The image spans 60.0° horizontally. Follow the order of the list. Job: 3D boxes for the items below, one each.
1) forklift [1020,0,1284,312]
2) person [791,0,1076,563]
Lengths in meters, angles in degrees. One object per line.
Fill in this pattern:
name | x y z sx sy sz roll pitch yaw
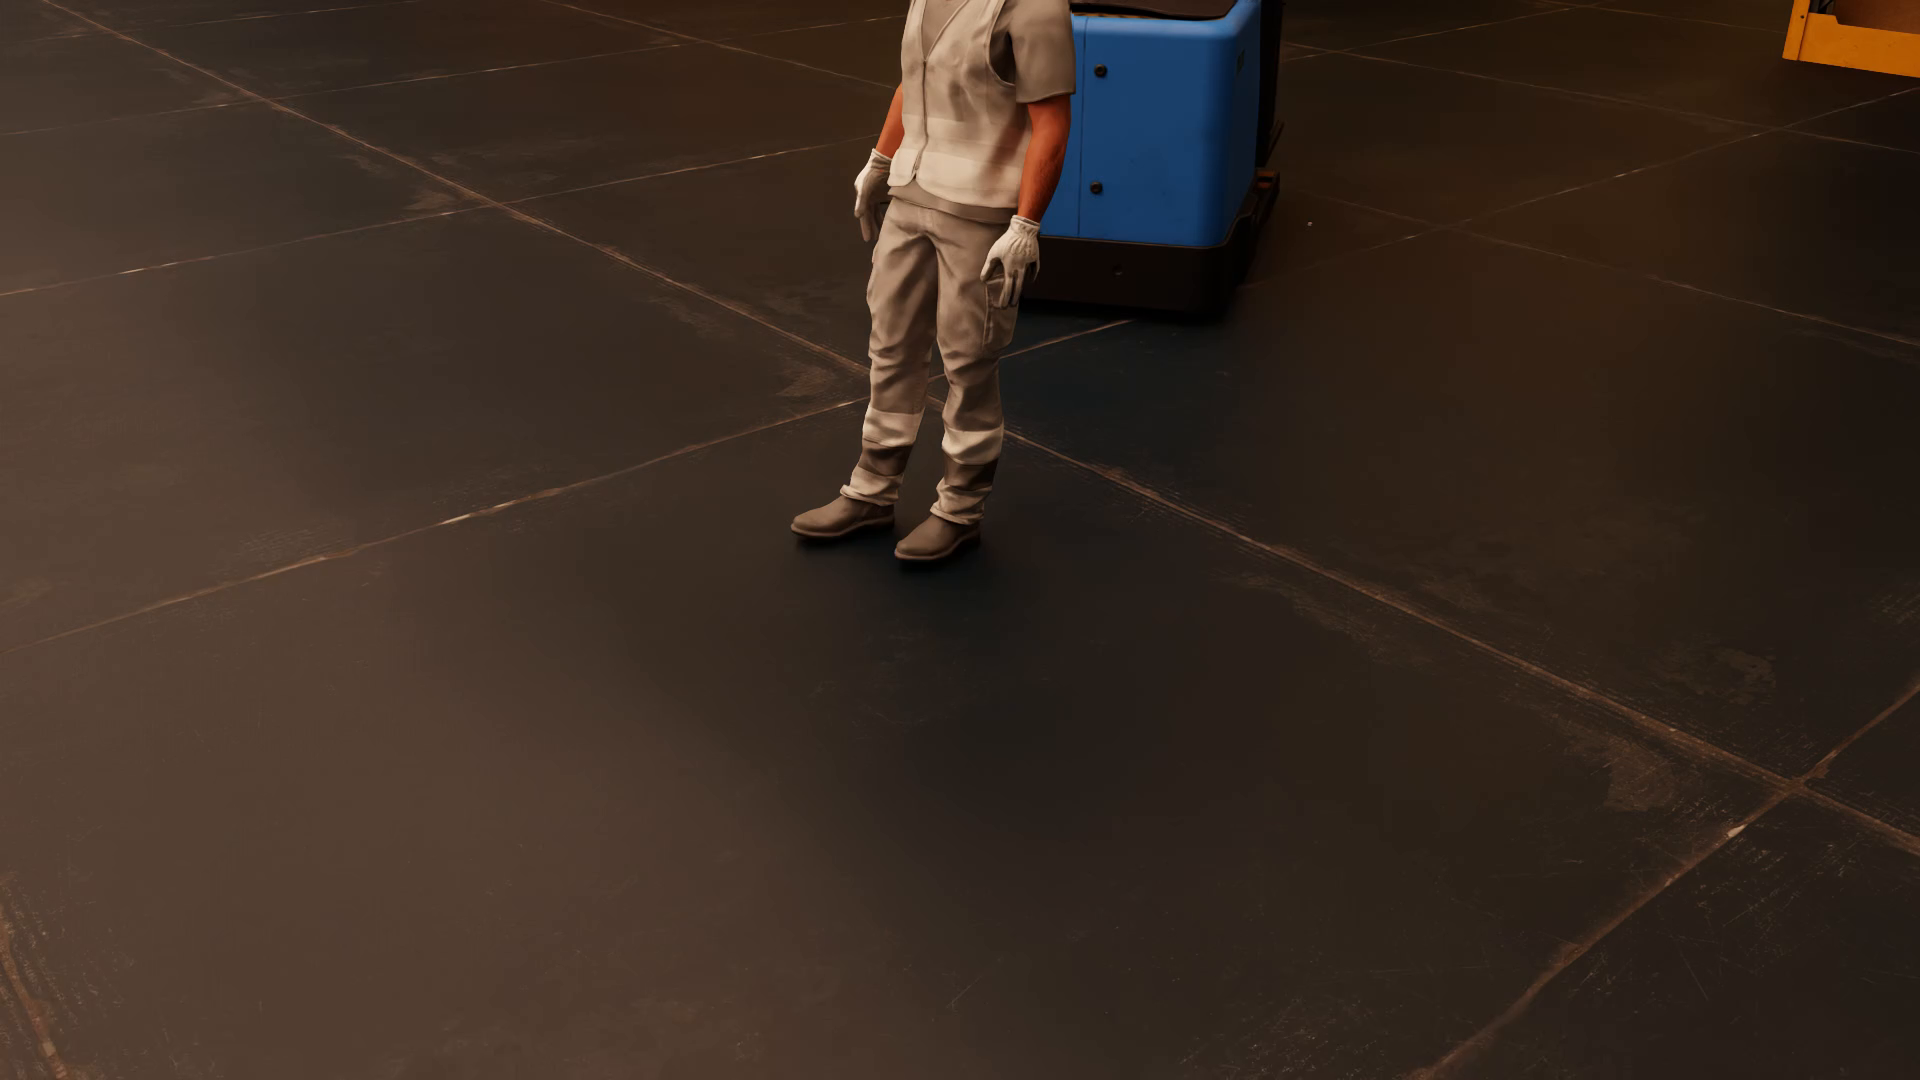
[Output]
forklift | 0.825 -2.767 6.781 1.130 2.935 3.031 7 27 14
person | -0.069 -0.787 4.064 0.564 1.782 0.637 -20 33 -35
